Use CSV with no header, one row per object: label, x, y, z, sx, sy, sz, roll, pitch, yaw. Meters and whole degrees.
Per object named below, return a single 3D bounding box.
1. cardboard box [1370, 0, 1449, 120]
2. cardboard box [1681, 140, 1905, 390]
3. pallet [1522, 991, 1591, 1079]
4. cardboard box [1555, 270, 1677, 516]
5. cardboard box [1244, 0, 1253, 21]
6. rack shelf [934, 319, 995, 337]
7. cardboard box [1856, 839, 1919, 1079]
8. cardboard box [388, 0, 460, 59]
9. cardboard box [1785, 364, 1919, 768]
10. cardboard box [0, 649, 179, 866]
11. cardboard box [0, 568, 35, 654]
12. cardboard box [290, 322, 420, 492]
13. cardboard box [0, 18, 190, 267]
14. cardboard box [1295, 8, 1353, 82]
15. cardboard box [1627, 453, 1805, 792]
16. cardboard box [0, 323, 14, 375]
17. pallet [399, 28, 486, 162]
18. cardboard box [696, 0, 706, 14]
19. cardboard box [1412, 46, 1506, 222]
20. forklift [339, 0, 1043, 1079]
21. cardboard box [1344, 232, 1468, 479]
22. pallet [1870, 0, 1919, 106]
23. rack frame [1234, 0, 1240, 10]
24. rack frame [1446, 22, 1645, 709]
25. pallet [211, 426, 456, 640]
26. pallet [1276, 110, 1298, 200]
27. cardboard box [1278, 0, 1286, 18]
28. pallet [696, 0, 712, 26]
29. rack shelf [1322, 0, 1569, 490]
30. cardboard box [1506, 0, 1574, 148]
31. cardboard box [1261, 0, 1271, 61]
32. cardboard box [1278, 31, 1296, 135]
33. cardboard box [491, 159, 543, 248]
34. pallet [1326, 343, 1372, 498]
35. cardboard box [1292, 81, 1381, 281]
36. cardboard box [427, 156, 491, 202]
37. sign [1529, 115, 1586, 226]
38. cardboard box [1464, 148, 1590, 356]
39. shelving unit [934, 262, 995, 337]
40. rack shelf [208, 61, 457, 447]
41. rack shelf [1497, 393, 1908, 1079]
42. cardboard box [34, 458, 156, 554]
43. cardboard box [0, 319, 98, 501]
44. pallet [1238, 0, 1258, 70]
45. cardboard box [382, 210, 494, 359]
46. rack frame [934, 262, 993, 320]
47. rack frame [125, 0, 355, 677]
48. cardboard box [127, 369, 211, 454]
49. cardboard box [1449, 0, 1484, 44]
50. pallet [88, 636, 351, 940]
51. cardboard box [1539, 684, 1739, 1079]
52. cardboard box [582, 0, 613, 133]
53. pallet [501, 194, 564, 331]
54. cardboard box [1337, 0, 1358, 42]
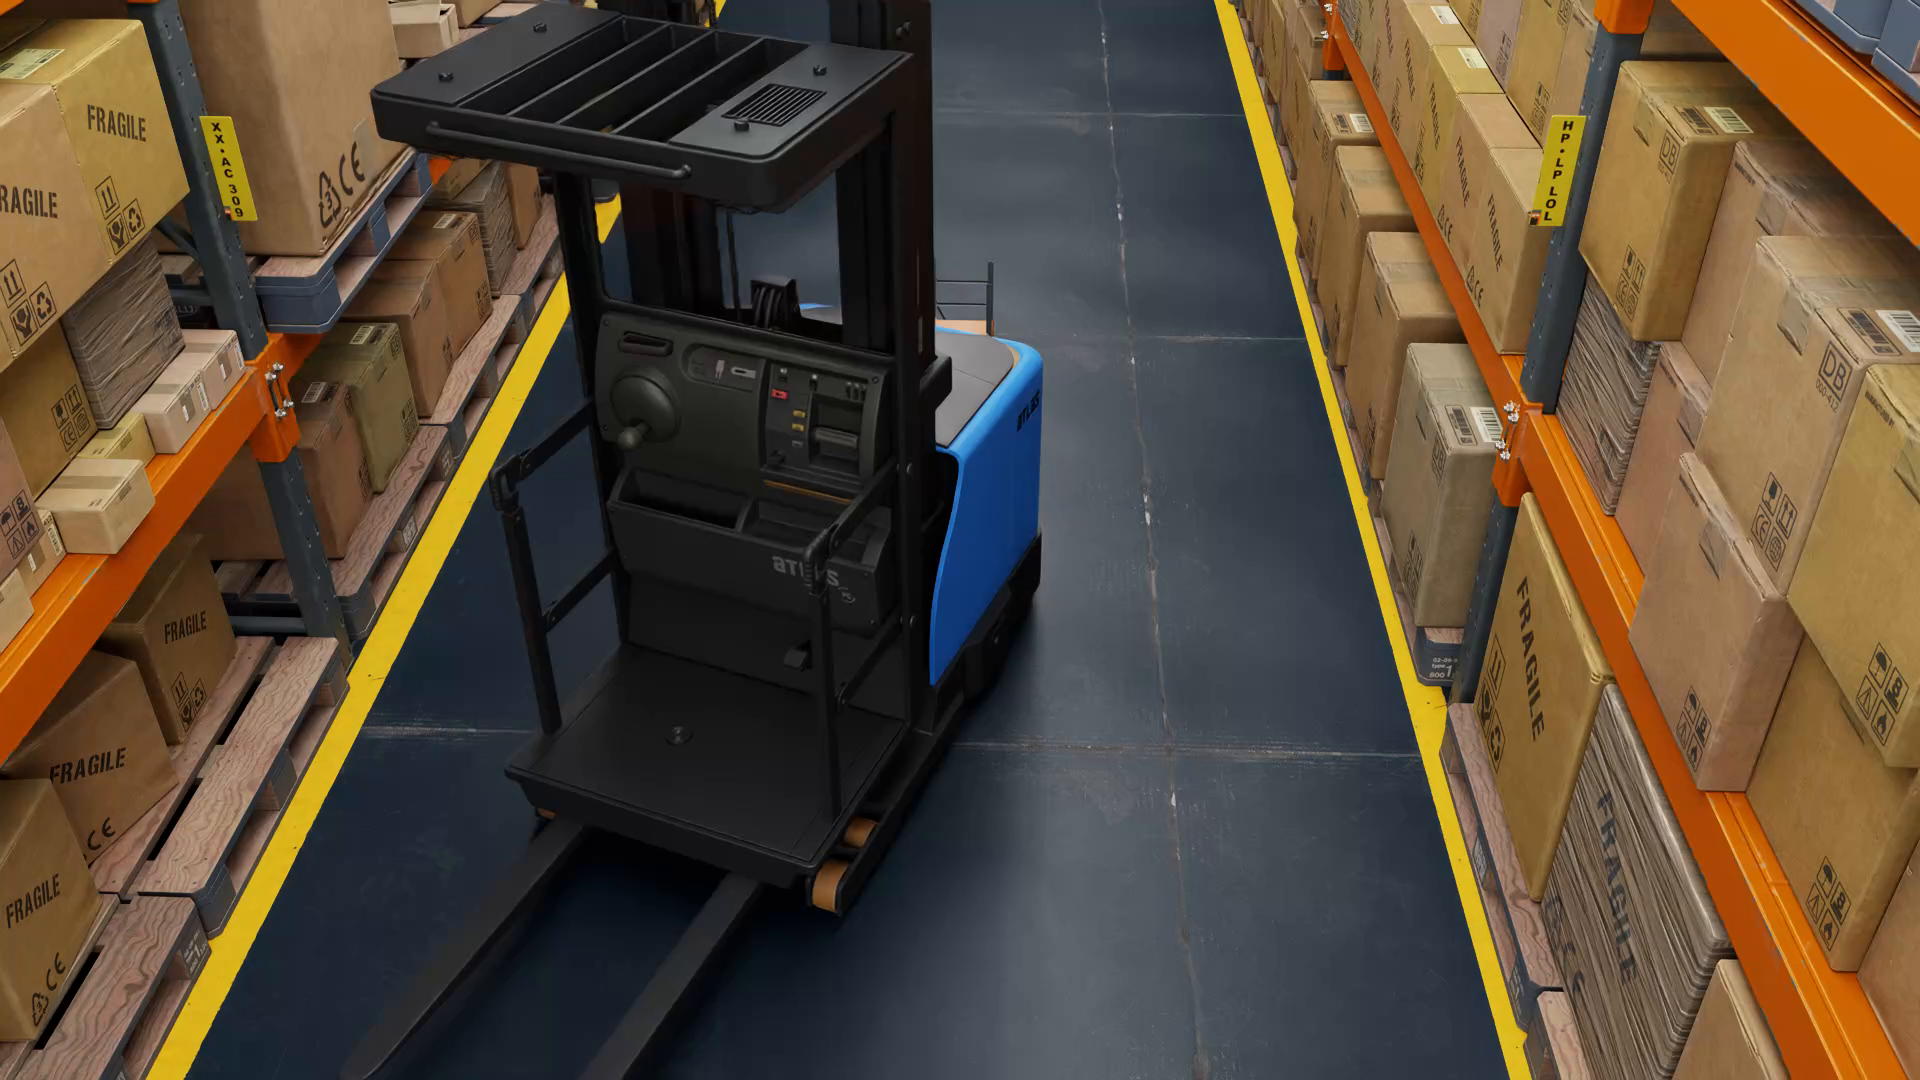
cardboard box,2.060,-2.092,7.032,0.500,0.500,0.500,1,35,2
cardboard box,2.270,-0.560,3.869,0.875,0.550,0.550,1,35,2
pallet,2.070,1.692,4.159,1.003,0.211,1.213,1,35,2
cardboard box,2.222,-0.436,4.631,0.875,0.550,0.550,1,35,2
cardboard box,2.252,-3.914,11.519,0.500,0.500,0.500,3,35,4
rack shelf,-0.001,-0.741,6.212,0.258,0.103,0.180,1,35,2
cardboard box,2.182,0.800,2.872,0.875,0.550,0.550,1,35,2
cardboard box,-2.363,-2.210,7.038,0.396,0.266,0.258,0,35,1
cardboard box,2.098,0.051,2.999,0.875,0.550,0.500,1,35,2
cardboard box,-2.798,0.649,5.026,0.500,0.500,0.500,12,37,17
cardboard box,-2.541,0.190,4.089,0.380,0.149,0.250,1,35,2
cardboard box,-2.643,-0.543,6.705,0.700,0.500,0.500,1,35,2
cardboard box,-2.470,-1.066,4.444,0.500,0.500,0.500,1,35,2
cardboard box,2.151,-2.740,9.197,0.500,0.250,0.500,1,35,1
cardboard box,2.084,0.188,3.744,0.875,0.550,0.550,1,35,2
cardboard box,-2.510,-0.492,3.626,0.500,0.500,0.500,1,35,2
pallet,-2.605,-1.841,6.928,1.003,0.211,1.213,1,35,2
cardboard box,-2.411,-4.290,11.729,1.225,0.875,0.875,1,35,2
cardboard box,2.020,-1.515,6.209,0.500,0.500,0.500,2,35,2
forklift,-0.733,-0.334,4.677,1.130,2.935,3.031,14,37,19
cardboard box,2.203,-0.751,6.802,1.050,0.750,0.750,1,35,2
pallet,2.130,-0.609,2.476,1.003,0.211,1.213,1,35,2
rack frame,2.547,-5.183,11.517,1.000,3.000,0.127,1,35,2
rack frame,2.225,-0.587,4.977,1.000,3.000,0.127,1,35,2
pallet,-2.697,-0.066,6.661,1.003,0.211,1.213,1,35,2
pallet,2.419,-2.193,9.687,1.003,0.211,1.213,1,35,2
cardboard box,2.197,-3.322,10.025,0.500,0.250,0.500,2,35,3
pallet,-2.361,-3.770,11.931,1.003,0.211,1.213,1,35,2
rack shelf,2.306,-1.442,6.818,1.077,0.370,4.000,1,35,2
cardboard box,2.258,-1.618,5.487,0.700,0.500,0.500,1,35,1
cardboard box,2.225,-3.309,10.658,0.500,0.500,0.500,2,35,3
cardboard box,2.176,-2.717,9.815,0.500,0.500,0.500,3,35,4
cardboard box,-2.573,-1.830,8.536,0.700,0.500,0.500,0,35,-1
pallet,2.227,-0.594,7.412,1.003,0.211,1.213,1,35,2
cardboard box,2.272,-1.789,8.278,1.050,0.750,0.750,1,35,1
cardboard box,-2.574,-1.831,7.886,0.500,0.250,0.500,5,35,7
sign,1.683,-1.035,4.676,0.100,0.325,0.005,1,35,2
cardboard box,1.979,-0.934,5.383,0.500,0.500,0.500,1,35,2
shelving unit,-0.001,-0.483,6.393,0.258,1.200,0.189,1,35,2
rack shelf,-2.646,-1.614,7.064,1.077,0.370,4.000,1,35,2
rack shelf,2.145,0.856,3.548,1.077,0.370,4.000,1,35,2
cardboard box,-2.430,-0.095,4.495,0.380,0.149,0.250,1,35,2
cardboard box,-2.862,-0.379,4.335,0.875,0.500,0.500,1,35,2
pallet,2.517,-3.595,11.682,1.003,0.211,1.213,1,35,2
cardboard box,-2.598,-1.185,7.619,0.700,0.500,0.500,4,35,6
rack frame,0.003,-0.535,6.468,0.240,1.200,0.006,1,35,2
rack frame,-2.727,-0.760,5.222,1.000,3.000,0.127,1,35,2
cardboard box,-2.461,-0.383,4.905,0.380,0.149,0.250,1,35,2
cardboard box,2.300,-2.198,6.313,0.700,0.500,0.500,1,35,1
pallet,-2.718,0.768,5.474,1.003,0.211,1.213,1,35,2
cardboard box,2.098,0.988,4.218,0.875,0.875,0.875,2,35,2
cardboard box,-2.518,-2.756,9.546,1.225,0.875,0.875,0,35,0
pallet,-2.599,-1.468,8.655,1.003,0.211,1.213,1,35,2
cardboard box,2.098,-2.674,7.860,0.500,0.500,0.500,2,35,2
